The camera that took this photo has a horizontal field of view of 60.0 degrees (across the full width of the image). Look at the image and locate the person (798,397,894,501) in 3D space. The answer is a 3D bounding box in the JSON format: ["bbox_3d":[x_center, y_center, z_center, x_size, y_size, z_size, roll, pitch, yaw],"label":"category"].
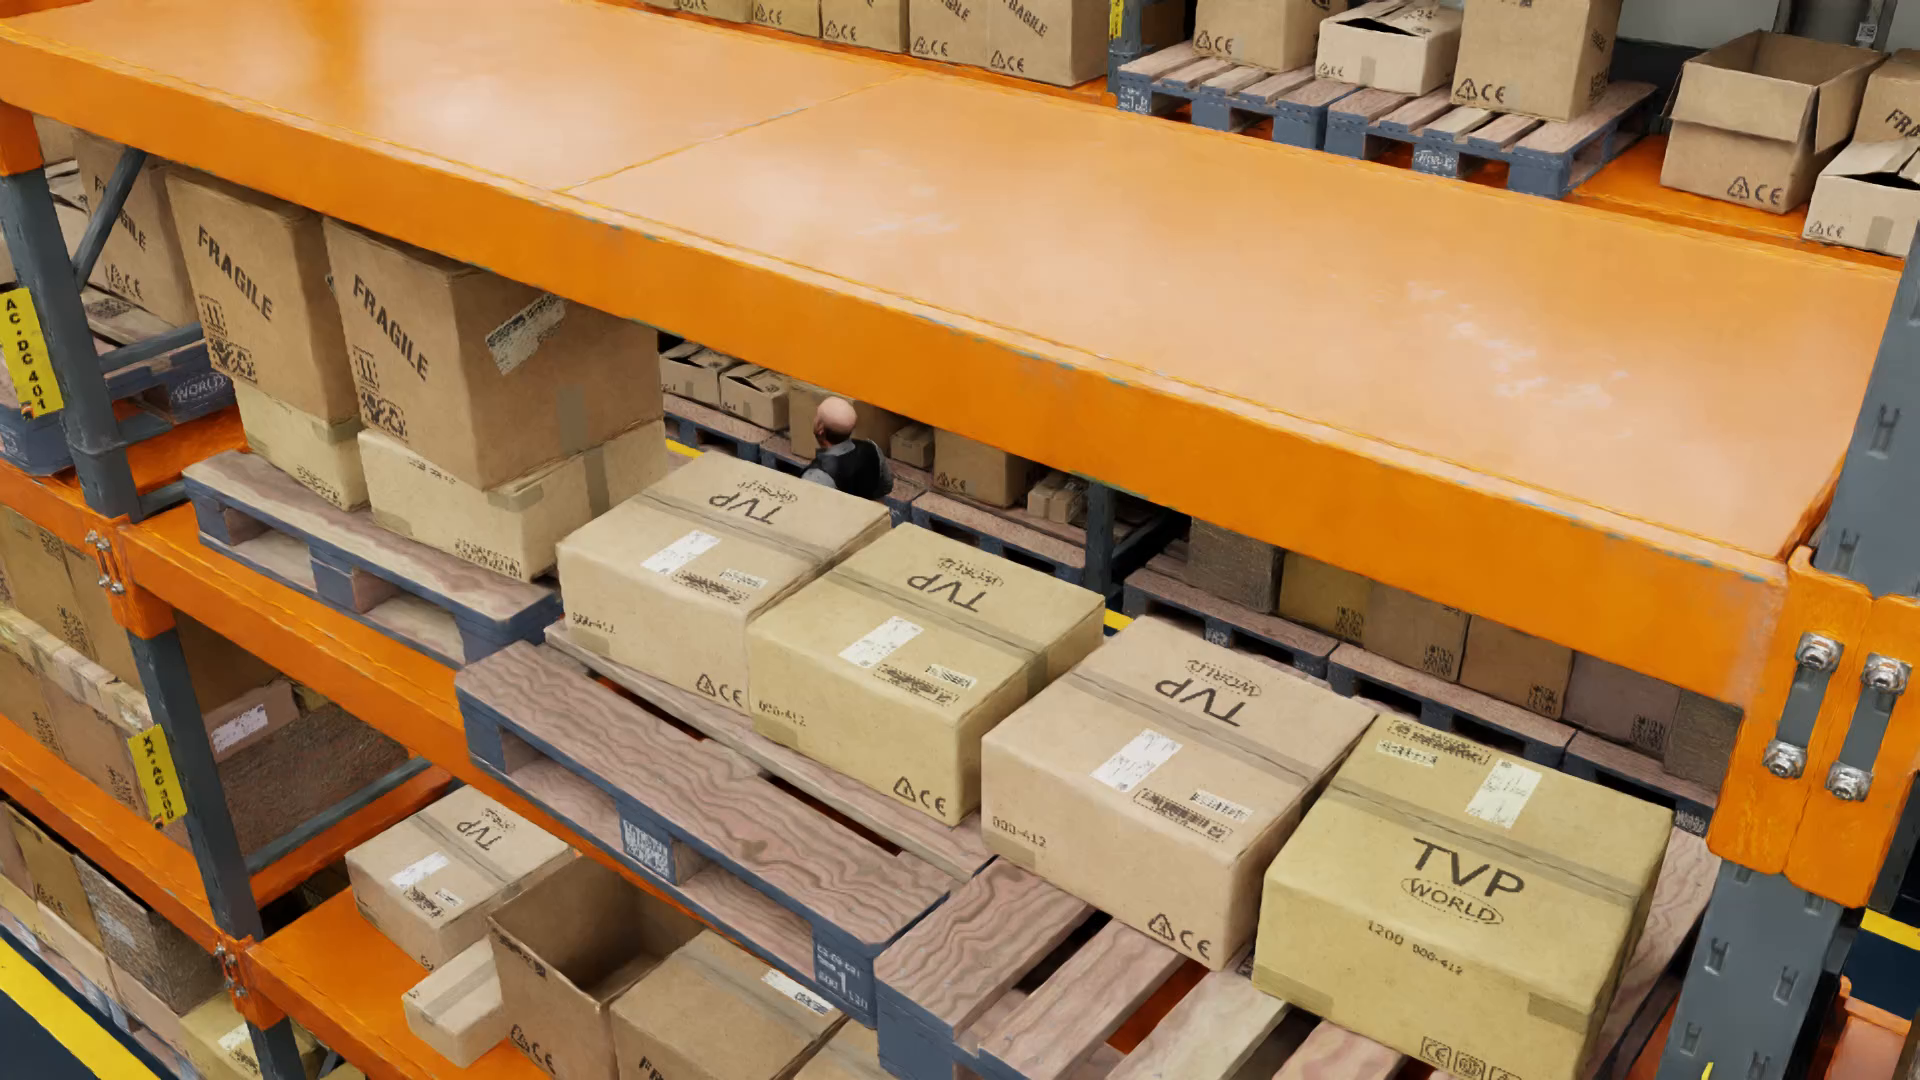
[{"bbox_3d":[-0.630,0.078,8.016,0.491,1.692,0.772,16,34,25],"label":"person"}]
